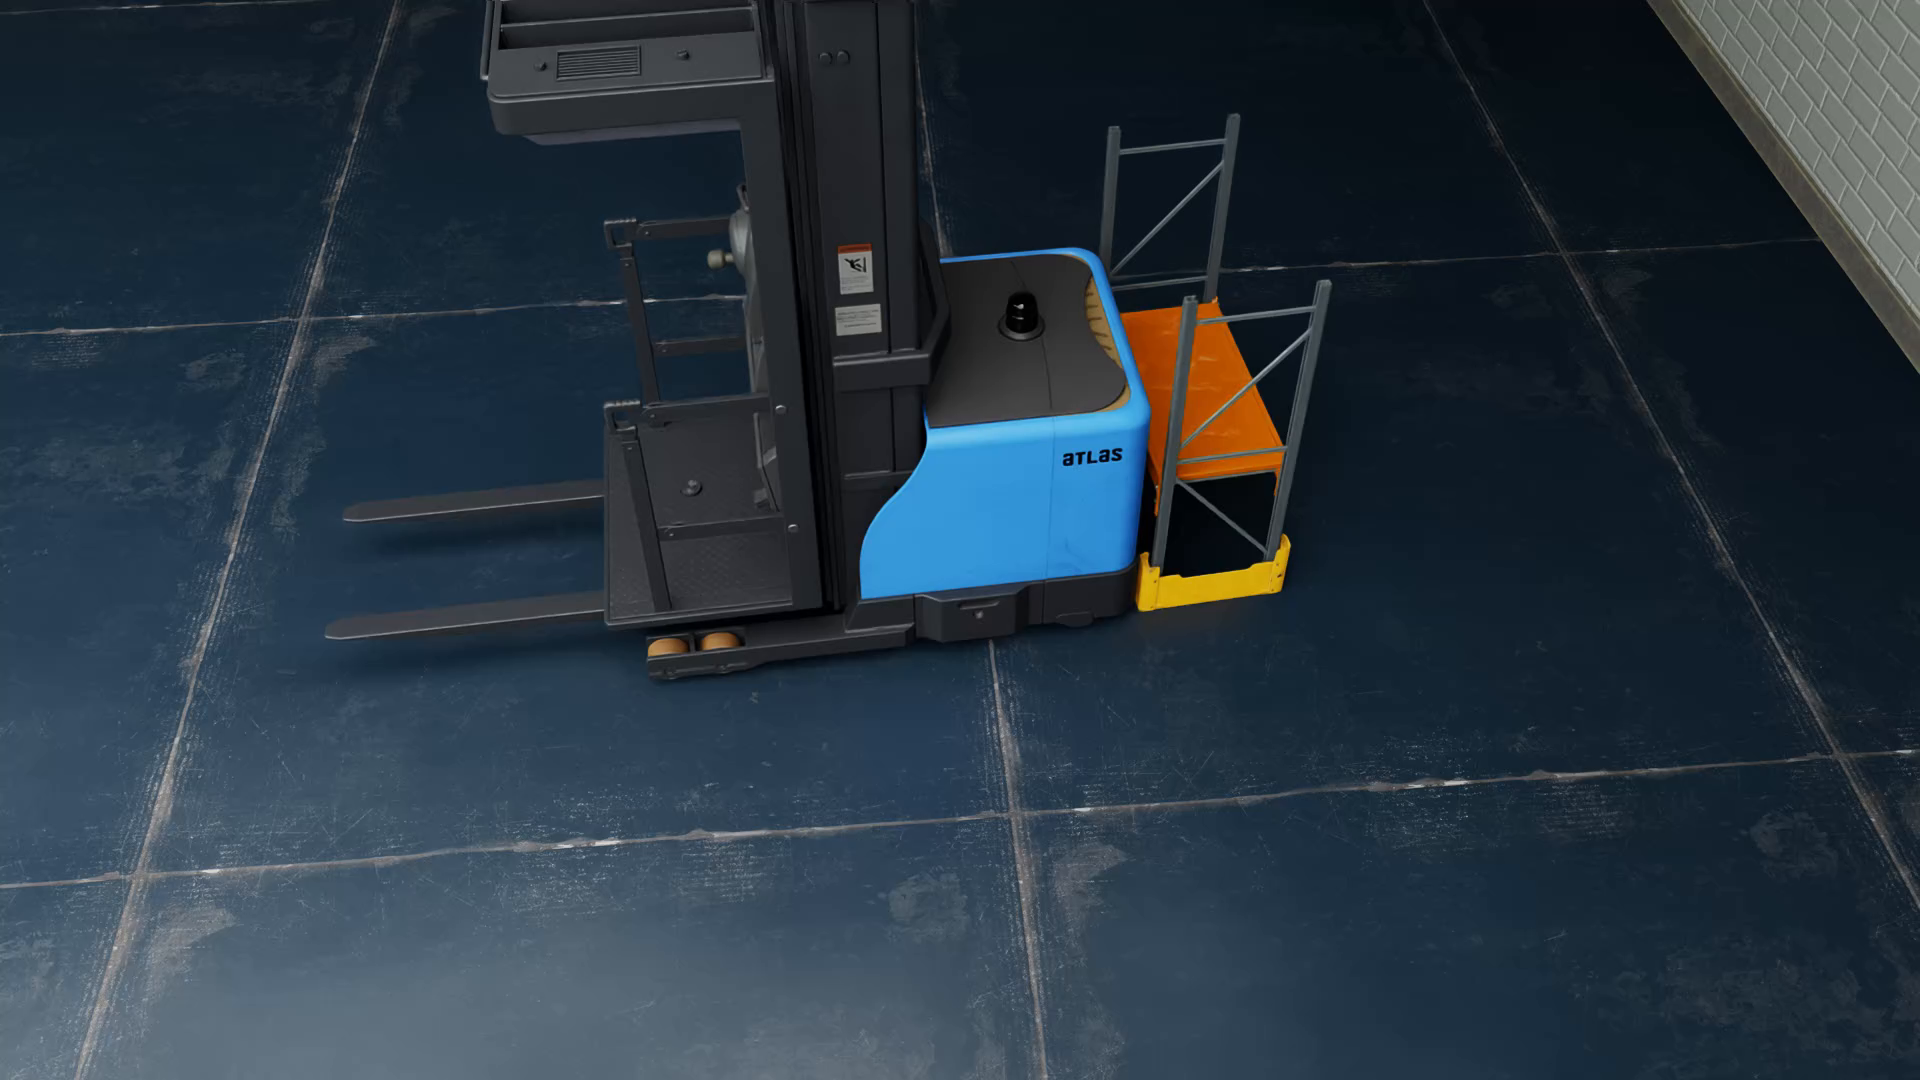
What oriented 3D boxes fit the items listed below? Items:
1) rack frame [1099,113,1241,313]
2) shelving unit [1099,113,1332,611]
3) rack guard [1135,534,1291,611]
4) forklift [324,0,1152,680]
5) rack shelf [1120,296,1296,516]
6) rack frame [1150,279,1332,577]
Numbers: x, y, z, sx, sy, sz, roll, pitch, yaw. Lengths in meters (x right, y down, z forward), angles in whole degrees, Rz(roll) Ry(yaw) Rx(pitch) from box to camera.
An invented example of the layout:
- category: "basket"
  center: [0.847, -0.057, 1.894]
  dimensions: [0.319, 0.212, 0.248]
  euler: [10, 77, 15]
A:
- category: "rack frame"
  center: [0.794, -1.029, 6.691]
  dimensions: [0.500, 1.500, 0.032]
  euler: [-8, 47, -7]
- category: "shelving unit"
  center: [0.888, -0.659, 6.341]
  dimensions: [0.587, 1.500, 1.083]
  euler: [-8, 47, -7]
- category: "rack guard"
  center: [0.979, 0.126, 6.458]
  dimensions: [0.587, 0.250, 0.087]
  euler: [-8, 47, -7]
- category: "forklift"
  center: [-0.884, -0.896, 5.580]
  dimensions: [3.031, 2.935, 1.130]
  euler: [-6, 47, -6]
- category: "rack shelf"
  center: [0.887, -0.542, 6.478]
  dimensions: [0.538, 0.185, 1.000]
  euler: [-8, 47, -7]
- category: "rack frame"
  center: [0.979, -0.303, 6.004]
  dimensions: [0.500, 1.500, 0.032]
  euler: [-8, 47, -7]
